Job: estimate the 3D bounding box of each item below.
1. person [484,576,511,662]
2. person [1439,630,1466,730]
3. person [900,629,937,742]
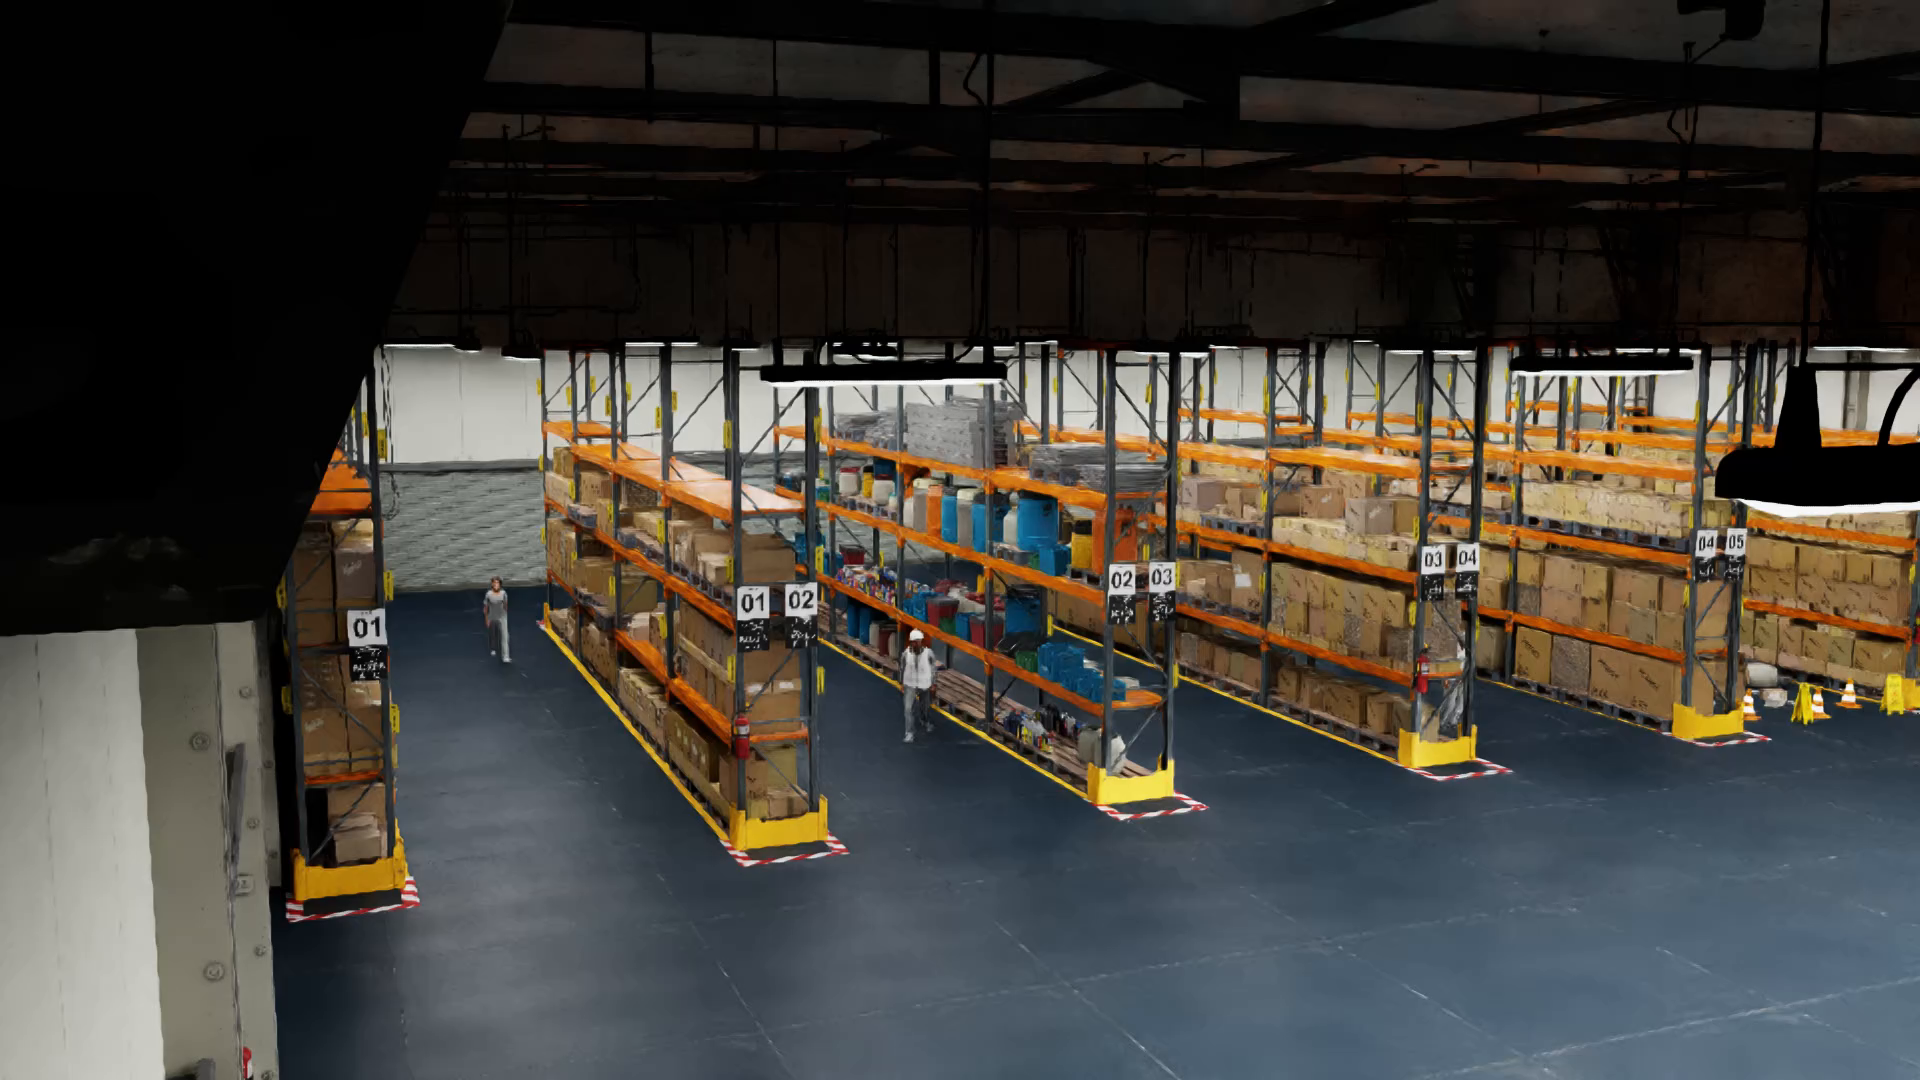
[{"bbox_3d":[-8.720,1.464,31.283,0.446,1.590,1.110,-3,8,-20],"label":"person"},{"bbox_3d":[7.734,2.182,25.896,0.625,1.611,0.582,-3,8,-24],"label":"person"},{"bbox_3d":[-0.635,2.185,25.429,0.570,1.722,0.954,0,7,-1],"label":"person"}]
